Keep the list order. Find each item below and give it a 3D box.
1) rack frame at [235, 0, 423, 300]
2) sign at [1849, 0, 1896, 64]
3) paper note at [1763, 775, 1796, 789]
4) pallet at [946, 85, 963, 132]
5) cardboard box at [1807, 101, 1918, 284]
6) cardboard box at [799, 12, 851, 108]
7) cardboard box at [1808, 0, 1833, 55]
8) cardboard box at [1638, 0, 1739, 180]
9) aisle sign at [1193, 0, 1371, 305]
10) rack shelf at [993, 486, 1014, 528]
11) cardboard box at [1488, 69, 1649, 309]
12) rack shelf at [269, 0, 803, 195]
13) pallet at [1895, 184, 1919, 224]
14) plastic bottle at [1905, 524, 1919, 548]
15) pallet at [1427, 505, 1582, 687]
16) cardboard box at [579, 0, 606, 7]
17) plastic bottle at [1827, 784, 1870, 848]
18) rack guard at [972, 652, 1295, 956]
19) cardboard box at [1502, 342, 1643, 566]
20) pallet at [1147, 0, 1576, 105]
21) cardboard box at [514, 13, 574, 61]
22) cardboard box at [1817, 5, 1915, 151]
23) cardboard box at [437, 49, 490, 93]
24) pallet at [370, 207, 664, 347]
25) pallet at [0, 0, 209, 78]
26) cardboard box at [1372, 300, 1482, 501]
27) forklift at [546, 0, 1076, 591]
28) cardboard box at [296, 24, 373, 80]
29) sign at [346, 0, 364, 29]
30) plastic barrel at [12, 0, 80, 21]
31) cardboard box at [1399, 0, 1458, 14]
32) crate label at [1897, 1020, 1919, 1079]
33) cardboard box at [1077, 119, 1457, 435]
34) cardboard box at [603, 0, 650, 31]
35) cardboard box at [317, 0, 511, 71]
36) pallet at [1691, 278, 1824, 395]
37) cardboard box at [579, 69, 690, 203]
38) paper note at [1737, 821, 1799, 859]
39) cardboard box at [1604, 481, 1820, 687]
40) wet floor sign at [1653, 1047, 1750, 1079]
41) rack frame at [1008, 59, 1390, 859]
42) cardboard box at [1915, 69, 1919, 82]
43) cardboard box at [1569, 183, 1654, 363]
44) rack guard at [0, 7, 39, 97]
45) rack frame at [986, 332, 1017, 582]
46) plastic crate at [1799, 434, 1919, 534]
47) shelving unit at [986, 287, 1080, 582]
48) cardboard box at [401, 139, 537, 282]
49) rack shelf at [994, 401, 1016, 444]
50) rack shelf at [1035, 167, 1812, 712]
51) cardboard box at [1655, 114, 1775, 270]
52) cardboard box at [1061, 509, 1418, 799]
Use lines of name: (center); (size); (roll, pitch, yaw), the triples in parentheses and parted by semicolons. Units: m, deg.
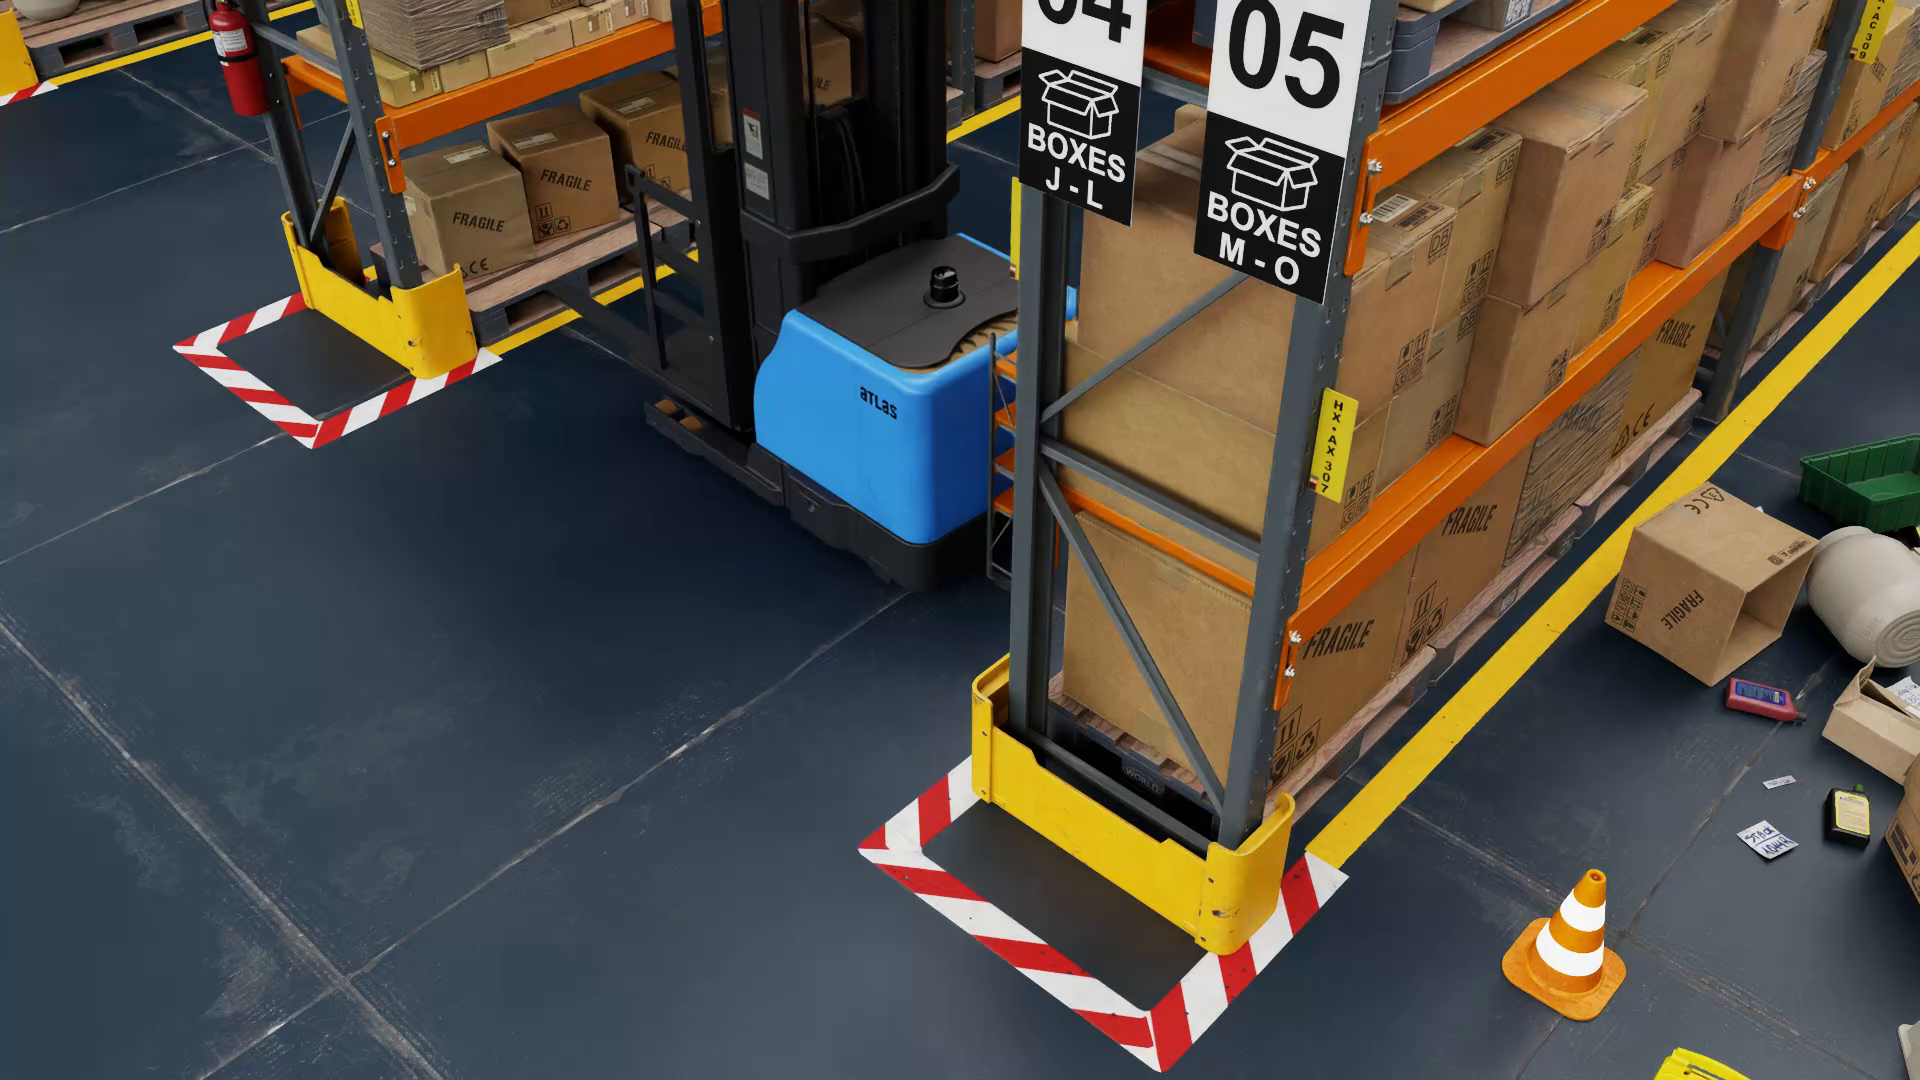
rack frame: (-3.014, -2.243, 7.660); (1.000, 3.000, 0.127); (30, 47, 32)
sign: (3.688, -2.089, 6.708); (0.100, 0.325, 0.005); (30, 47, 32)
paper note: (3.017, 0.891, 6.122); (0.123, 0.001, 0.032); (-11, 40, -14)
pallet: (-0.742, -2.666, 10.433); (1.003, 0.211, 1.213); (30, 47, 32)
cardboard box: (4.284, -2.000, 8.825); (1.050, 0.750, 0.750); (30, 47, 32)
cardboard box: (-0.996, -2.833, 10.074); (0.500, 0.500, 0.500); (-19, 42, -22)
cardboard box: (3.003, -2.278, 6.716); (0.875, 0.550, 0.550); (30, 47, 32)
cardboard box: (2.252, -1.786, 6.098); (0.875, 0.550, 0.550); (30, 47, 32)
aisle sign: (0.753, -0.973, 3.975); (0.394, 0.787, 0.004); (30, 47, 32)
rack shelf: (0.376, -0.164, 6.919); (0.480, 0.148, 0.258); (-31, 48, -33)
cardboard box: (1.639, -1.241, 5.412); (0.875, 0.550, 0.550); (30, 47, 32)
rack shelf: (-1.665, -2.880, 9.040); (1.077, 0.370, 4.000); (30, 47, 32)
pallet: (5.389, -2.367, 10.057); (1.003, 0.211, 1.213); (30, 47, 32)
plastic bottle: (4.205, -0.041, 7.252); (0.133, 0.061, 0.283); (8, 39, 10)
pallet: (1.884, 0.020, 7.056); (1.003, 0.211, 1.213); (30, 47, 32)
cardboard box: (-2.005, -3.131, 8.458); (0.875, 0.500, 0.500); (30, 47, 32)
plastic bottle: (3.191, 0.975, 5.974); (0.133, 0.061, 0.283); (14, 41, 17)
rack guard: (0.563, 0.876, 5.747); (1.175, 0.500, 0.348); (30, 47, 32)
cardboard box: (2.196, -0.609, 6.975); (0.875, 0.875, 0.875); (30, 47, 32)
pallet: (1.072, -1.598, 4.511); (1.003, 0.211, 1.213); (30, 47, 32)
cardboard box: (-2.130, -2.514, 8.204); (0.380, 0.149, 0.250); (30, 47, 32)
cardboard box: (3.831, -2.119, 7.425); (0.500, 0.500, 0.500); (30, 47, 32)
cardboard box: (-2.463, -2.282, 7.912); (0.380, 0.149, 0.250); (30, 47, 32)
pallet: (-2.388, -1.545, 9.023); (1.003, 0.211, 1.213); (30, 47, 32)
pallet: (-6.101, -3.657, 11.679); (1.003, 0.211, 1.213); (30, 47, 32)
cardboard box: (1.151, -0.624, 5.504); (0.875, 0.550, 0.550); (30, 47, 32)
forklift: (-0.838, -1.756, 7.103); (1.130, 2.935, 3.031); (-31, 48, -33)
cardboard box: (-2.974, -2.362, 8.012); (0.380, 0.149, 0.250); (30, 47, 32)
sign: (-2.613, -2.354, 7.105); (0.100, 0.325, 0.005); (30, 47, 32)
plastic barrel: (-6.282, -3.848, 11.340); (0.421, 0.512, 0.421); (0, 38, 0)
cardboard box: (1.047, -1.416, 3.995); (0.380, 0.149, 0.250); (30, 47, 32)
crate label: (3.075, 1.602, 5.125); (0.250, 0.136, 0.298); (8, 39, 10)
cardboard box: (0.858, -0.749, 4.794); (0.875, 0.550, 0.550); (30, 47, 32)
cardboard box: (-1.807, -2.752, 8.503); (0.380, 0.149, 0.250); (30, 47, 32)
cardboard box: (-2.623, -2.640, 7.840); (0.875, 0.500, 0.500); (30, 47, 32)
pallet: (3.743, -1.246, 8.647); (1.003, 0.211, 1.213); (30, 47, 32)
cardboard box: (-1.766, -2.277, 9.375); (0.500, 0.500, 0.500); (-29, 47, -32)
paper note: (2.862, 1.061, 5.893); (0.142, 0.017, 0.144); (-18, 42, -21)
cardboard box: (2.988, 0.170, 6.632); (0.500, 0.500, 0.500); (-26, 45, -29)
wet floor sign: (2.021, 1.652, 4.653); (0.267, 0.644, 0.232); (22, 43, 25)
rack frame: (0.579, -0.114, 4.983); (1.000, 3.000, 0.127); (30, 47, 32)
cardboard box: (4.510, -2.580, 8.004); (0.500, 0.500, 0.500); (29, 47, 32)
cardboard box: (1.948, -1.089, 6.089); (0.875, 0.550, 0.500); (30, 47, 32)
rack guard: (-6.653, -3.399, 11.123); (1.175, 0.500, 0.348); (30, 47, 32)
rack frame: (0.202, -0.266, 6.620); (0.015, 1.200, 0.240); (-31, 48, -33)
plastic crate: (4.127, -0.243, 7.359); (0.662, 0.188, 0.450); (-11, 30, -14)
shelving unit: (0.376, -0.372, 6.754); (0.503, 1.200, 0.258); (-31, 48, -33)
cardboard box: (-2.580, -1.709, 8.660); (0.500, 0.500, 0.500); (-25, 45, -28)
rack shelf: (0.376, -0.495, 6.657); (0.480, 0.148, 0.258); (-31, 48, -33)
rack shelf: (1.928, -0.751, 6.362); (1.077, 0.370, 4.000); (30, 47, 32)
cardboard box: (2.683, -1.573, 6.698); (0.875, 0.550, 0.550); (30, 47, 32)
cardboard box: (0.988, 0.214, 5.940); (0.875, 0.875, 0.875); (30, 47, 32)
